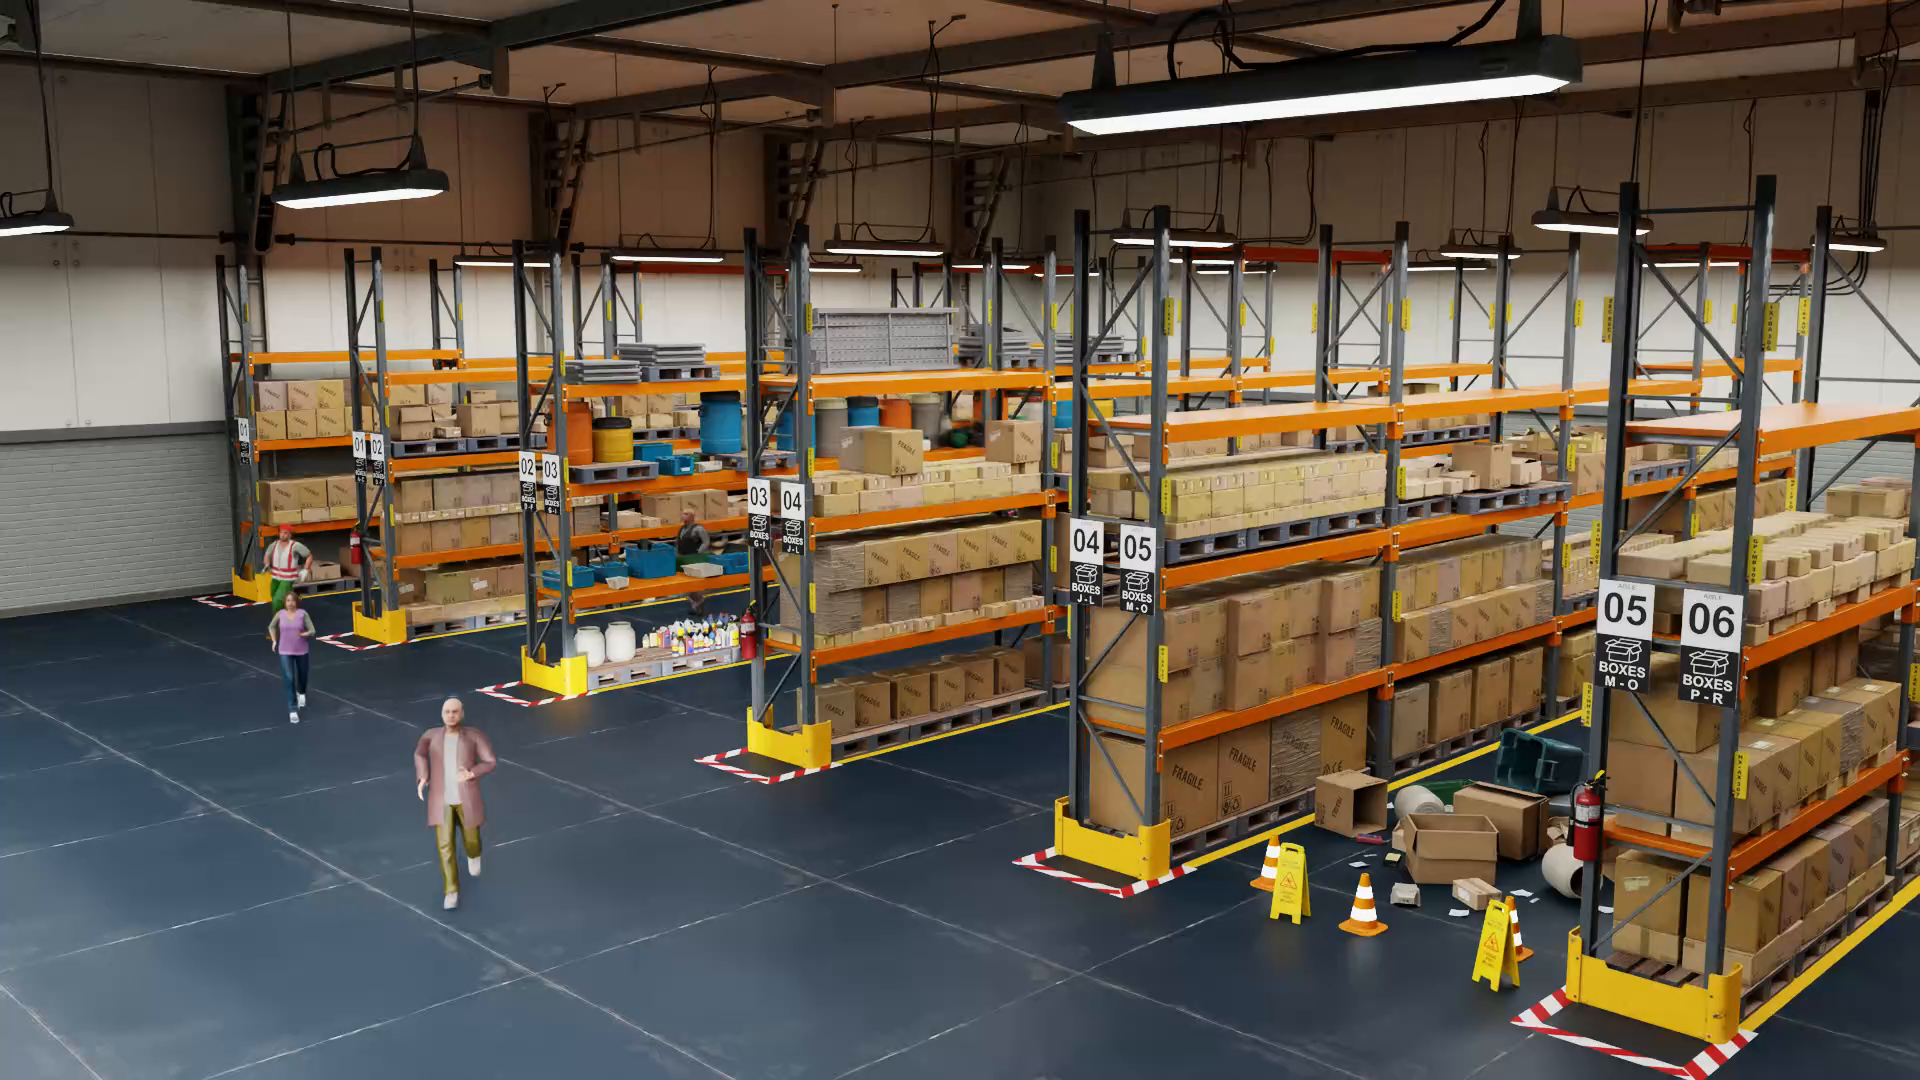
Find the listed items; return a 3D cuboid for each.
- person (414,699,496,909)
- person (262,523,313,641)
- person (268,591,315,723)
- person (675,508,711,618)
[{"bbox_3d":[-4.411,2.250,14.527,0.720,1.751,0.964,-1,8,-10],"label":"person"},{"bbox_3d":[-10.519,0.633,25.900,0.720,1.807,0.782,2,8,13],"label":"person"},{"bbox_3d":[-8.334,1.422,20.788,0.537,1.585,0.893,-4,9,-24],"label":"person"},{"bbox_3d":[-4.262,0.369,26.011,0.567,1.722,0.635,-8,11,-44],"label":"person"}]
